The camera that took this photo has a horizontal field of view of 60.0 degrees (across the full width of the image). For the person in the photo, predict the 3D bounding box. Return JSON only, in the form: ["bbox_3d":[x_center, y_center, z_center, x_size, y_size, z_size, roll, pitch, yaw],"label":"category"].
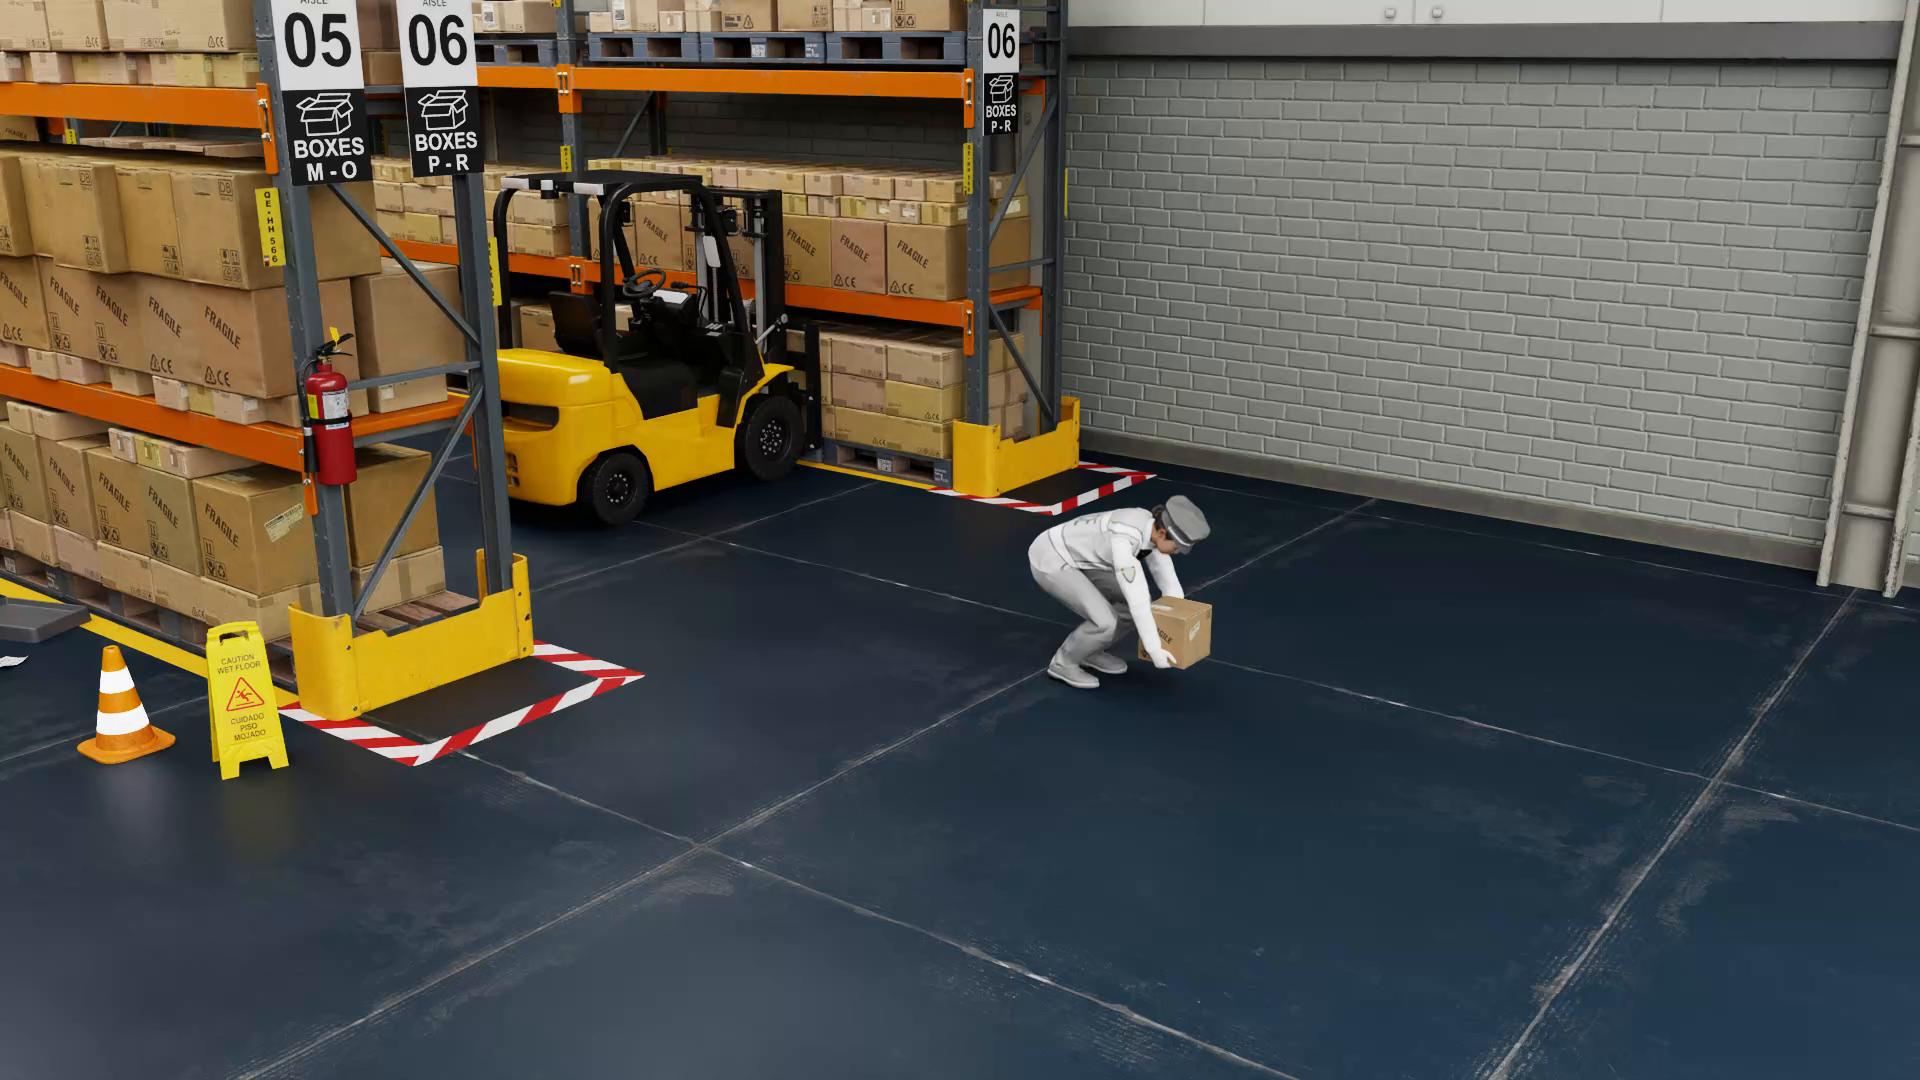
[{"bbox_3d":[0.764,0.225,7.999,0.892,0.978,0.424,11,20,33],"label":"person"}]
